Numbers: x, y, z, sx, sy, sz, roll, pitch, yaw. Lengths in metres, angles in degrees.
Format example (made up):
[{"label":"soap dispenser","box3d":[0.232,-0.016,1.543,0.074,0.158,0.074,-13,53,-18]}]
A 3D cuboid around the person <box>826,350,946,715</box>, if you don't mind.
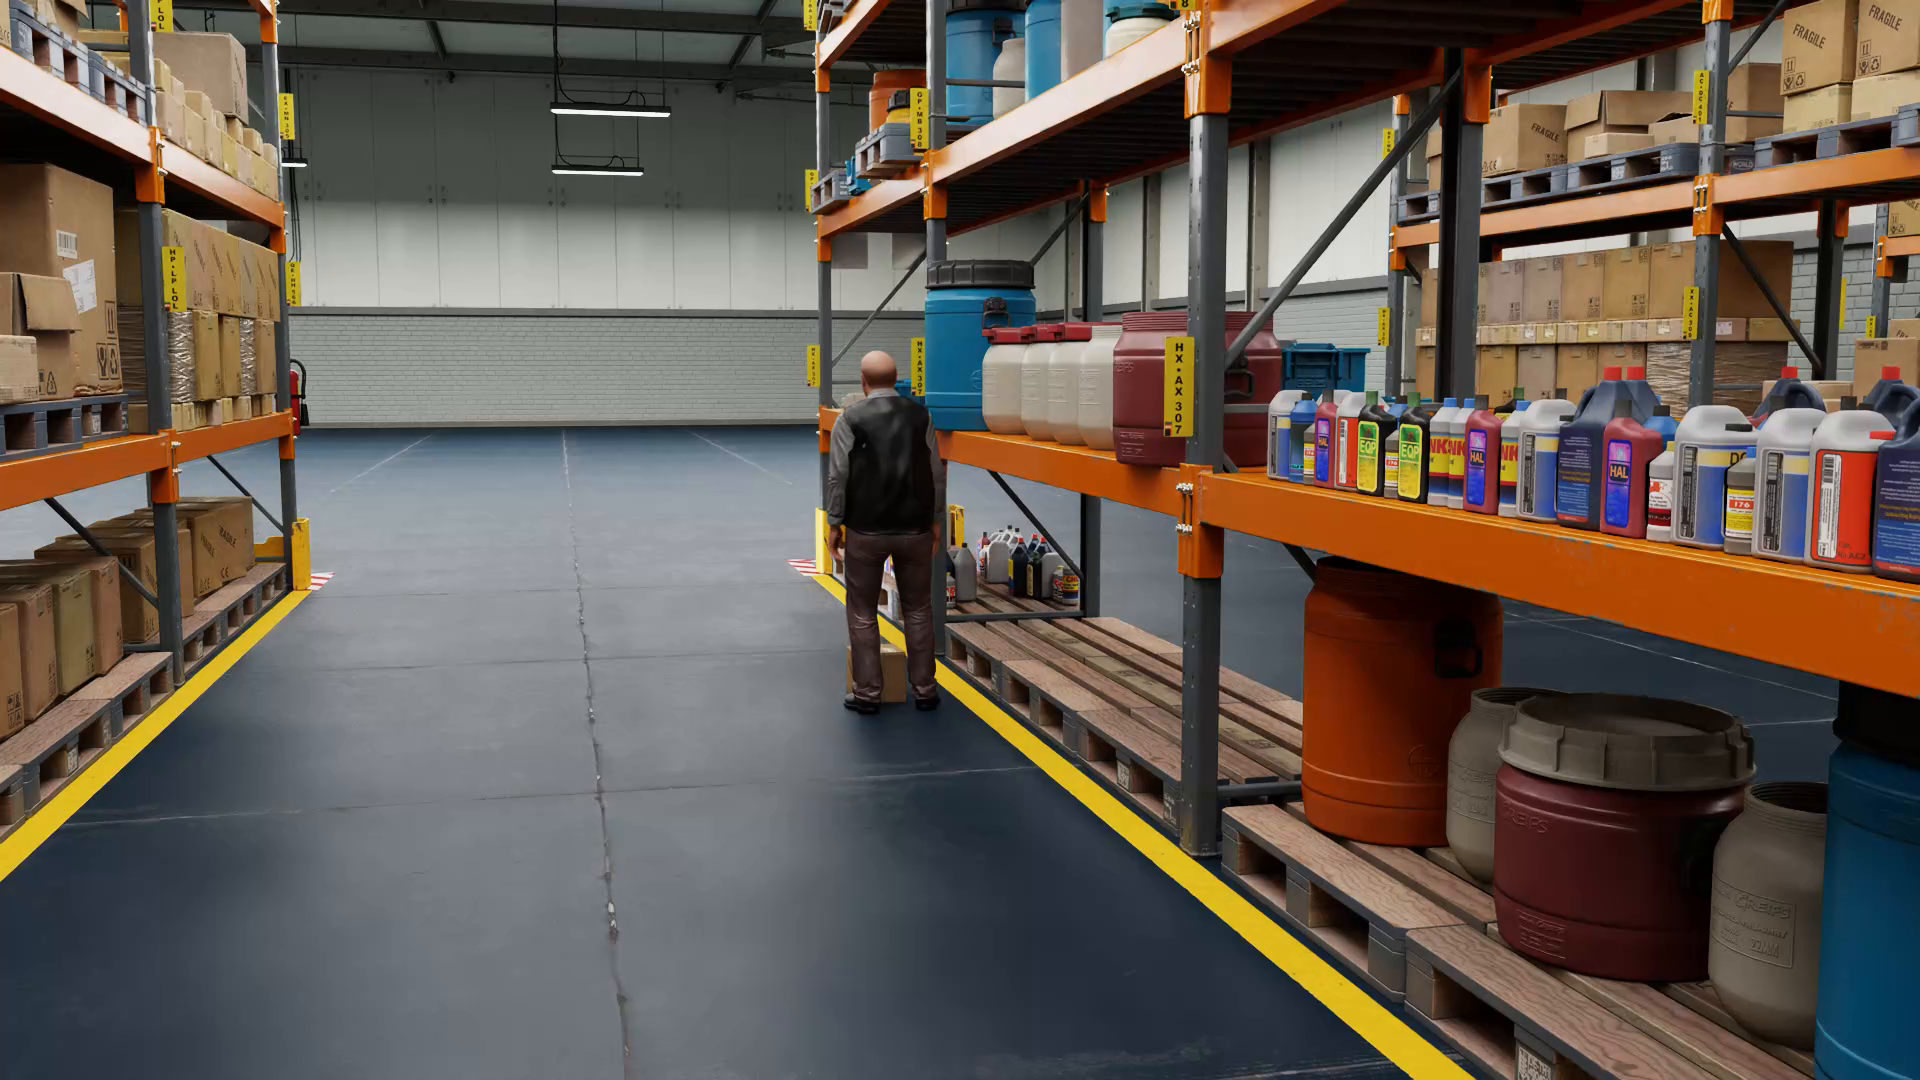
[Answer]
[{"label":"person","box3d":[-0.346,-0.038,7.914,0.586,1.720,0.421,-2,6,-17]}]
